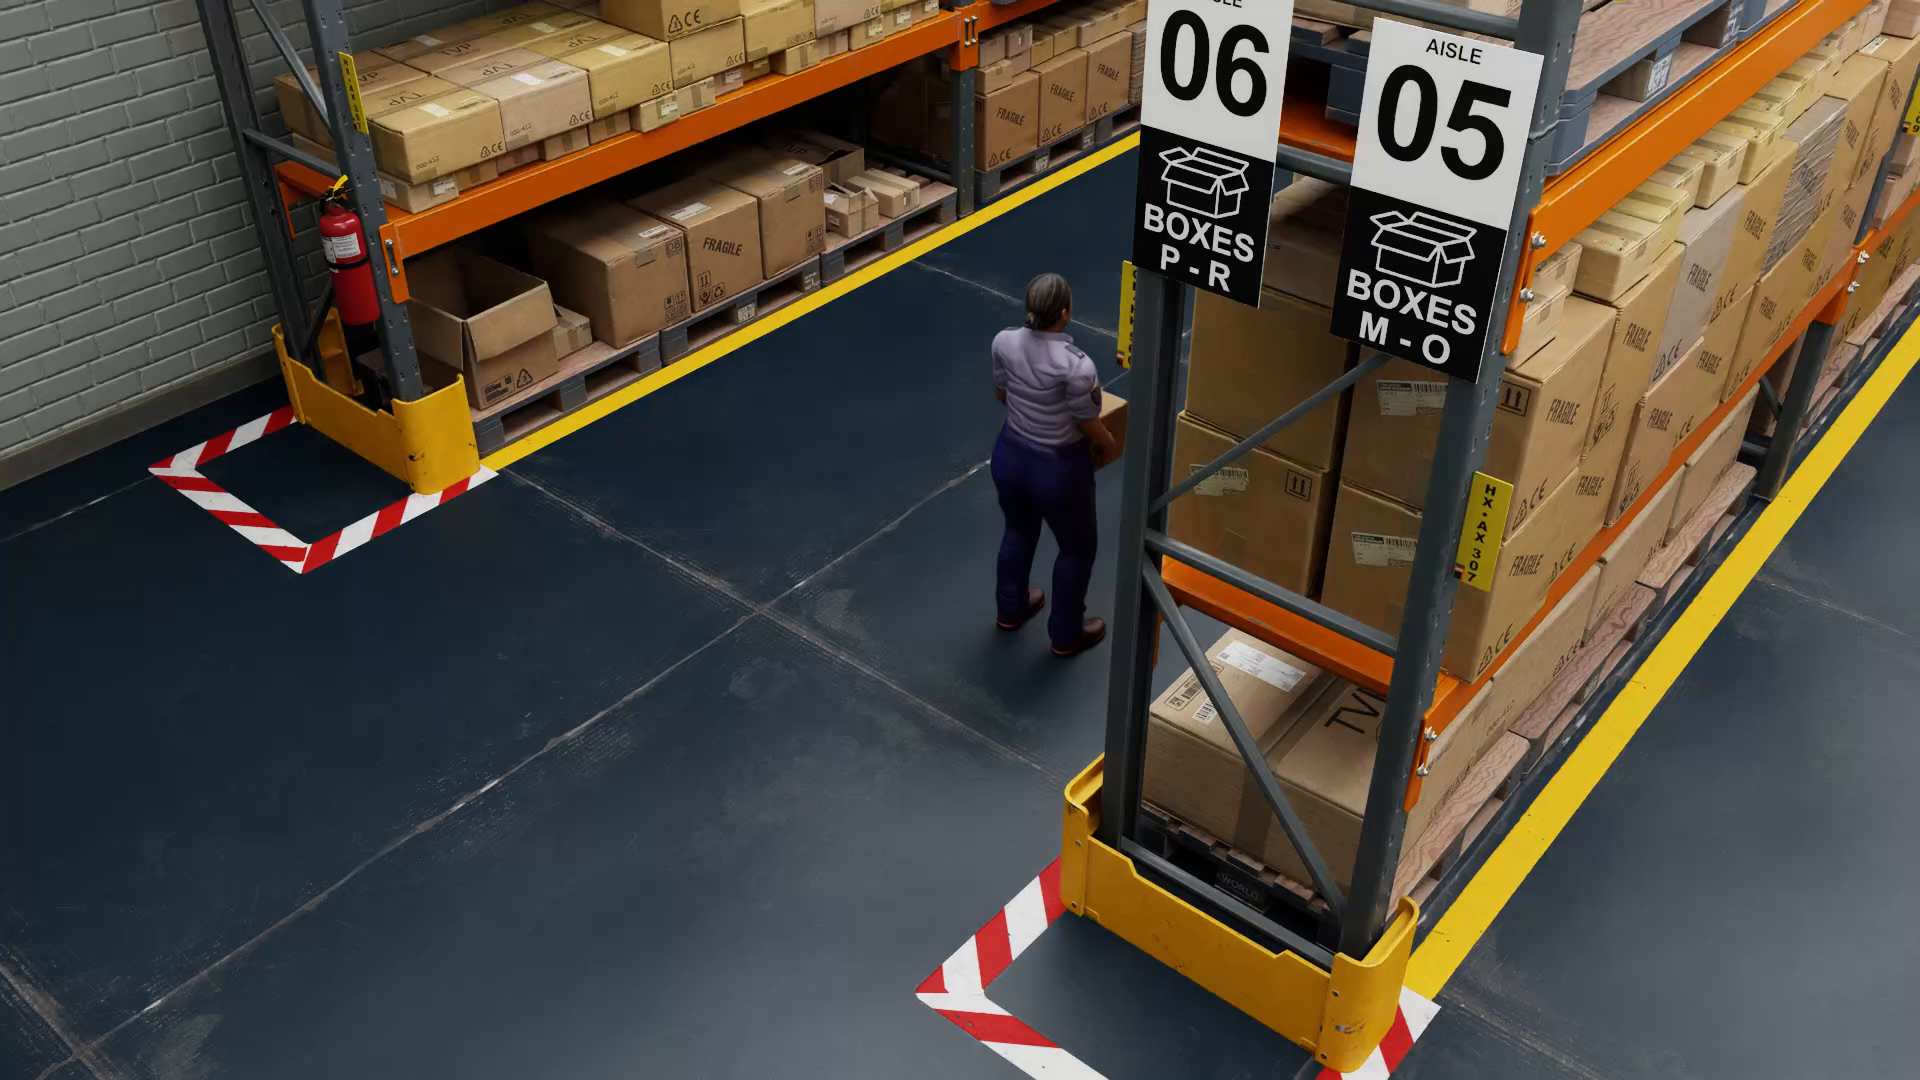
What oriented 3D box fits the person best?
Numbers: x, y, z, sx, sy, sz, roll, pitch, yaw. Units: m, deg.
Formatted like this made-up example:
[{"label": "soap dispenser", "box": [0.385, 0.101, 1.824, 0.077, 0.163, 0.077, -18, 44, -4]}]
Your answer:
[{"label": "person", "box": [0.380, -0.326, 6.611, 0.494, 1.655, 0.435, 25, 42, 31]}]
